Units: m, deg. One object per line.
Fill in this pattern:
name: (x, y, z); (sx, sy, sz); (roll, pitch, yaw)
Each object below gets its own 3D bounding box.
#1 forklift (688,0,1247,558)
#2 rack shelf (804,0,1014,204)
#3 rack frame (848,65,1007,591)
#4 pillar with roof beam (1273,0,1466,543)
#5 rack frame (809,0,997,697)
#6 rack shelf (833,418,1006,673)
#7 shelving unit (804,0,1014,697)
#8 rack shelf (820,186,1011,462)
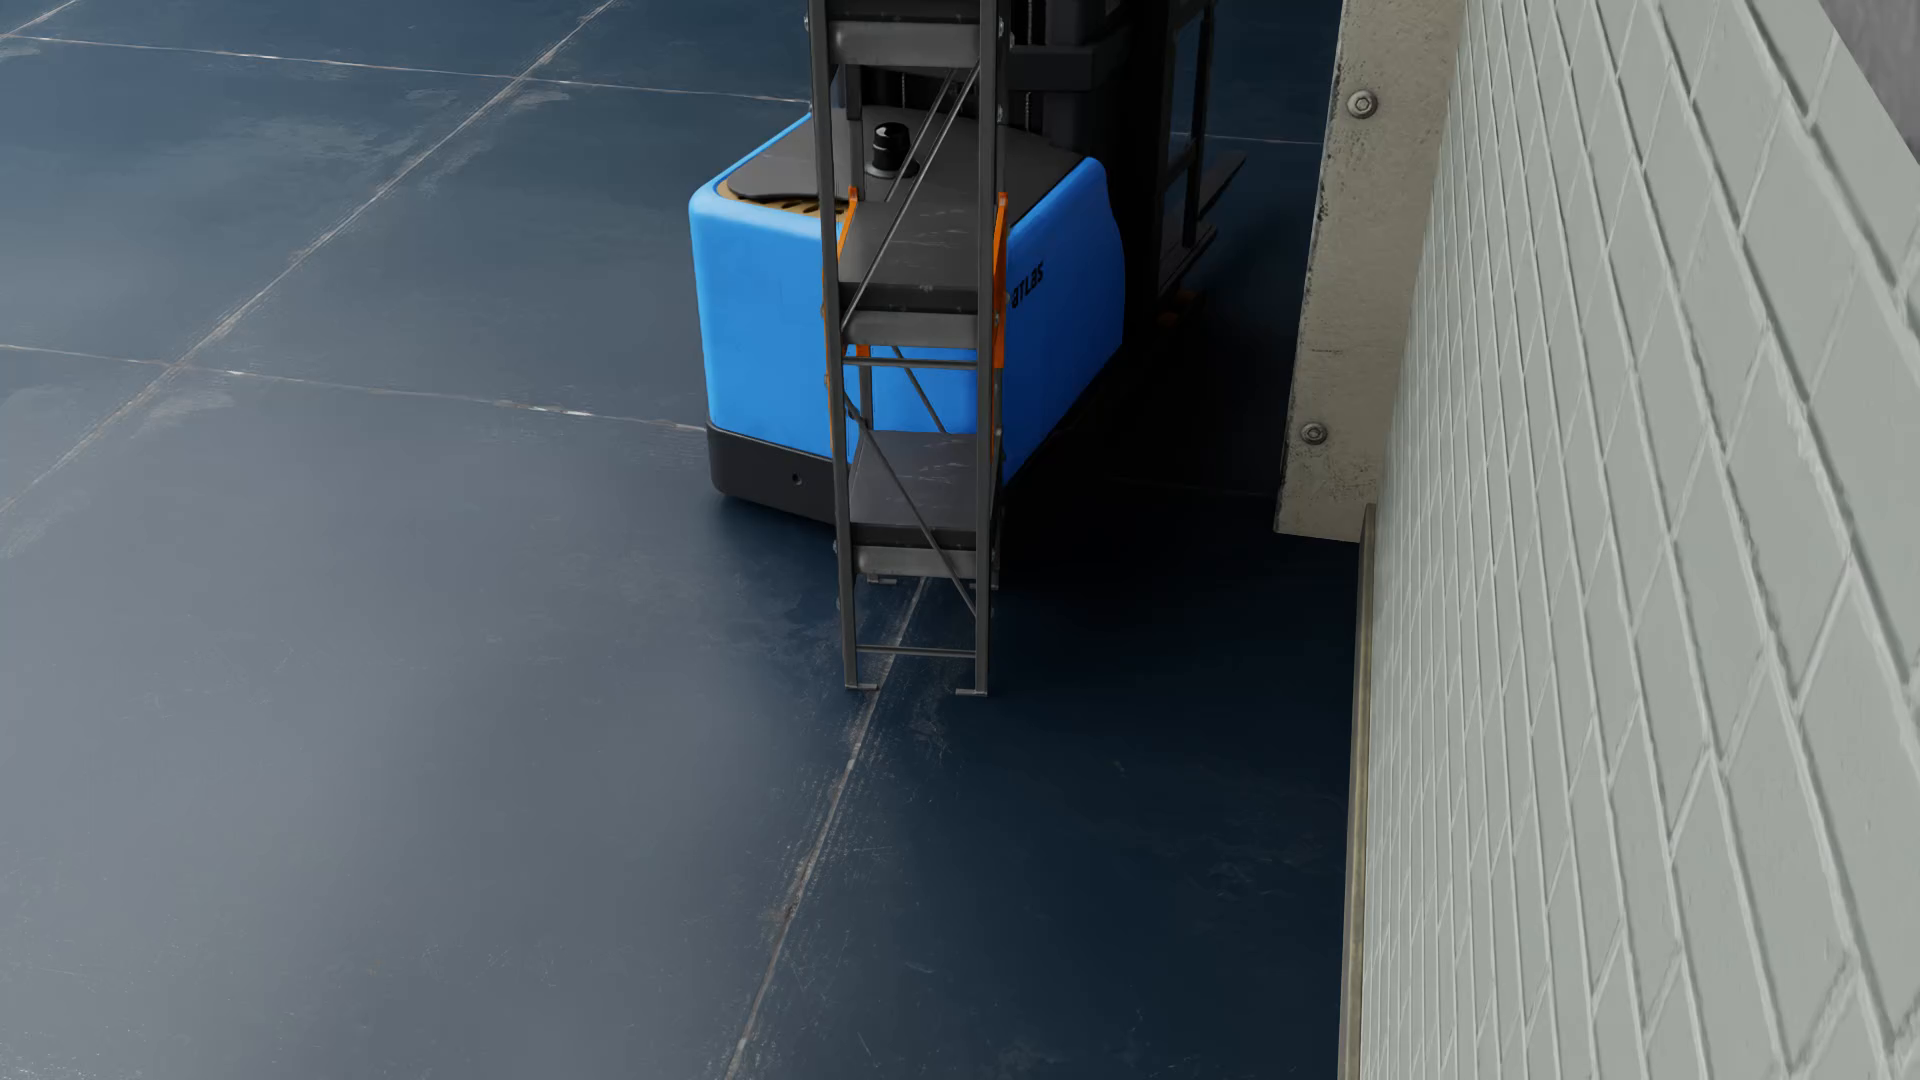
forklift: (0.284, -1.970, 5.470); (1.130, 2.935, 3.031); (16, 39, 20)
rack shelf: (-0.102, -1.124, 3.842); (0.431, 0.518, 0.480); (3, 36, 4)
rack frame: (-0.082, -0.711, 4.442); (0.400, 2.100, 0.015); (3, 36, 4)
pillar with roof beam: (-3.018, -4.303, 3.520); (9.100, 9.000, 0.400); (7, 37, 10)
rack frame: (-0.122, -0.426, 4.048); (0.400, 2.100, 0.015); (3, 36, 4)
rack shelf: (-0.102, 0.009, 4.664); (0.431, 0.518, 0.480); (3, 36, 4)
shelving unit: (-0.102, -0.569, 4.245); (0.431, 2.100, 0.503); (3, 36, 4)
rack shelf: (-0.102, -0.558, 4.253); (0.431, 0.518, 0.480); (3, 36, 4)
